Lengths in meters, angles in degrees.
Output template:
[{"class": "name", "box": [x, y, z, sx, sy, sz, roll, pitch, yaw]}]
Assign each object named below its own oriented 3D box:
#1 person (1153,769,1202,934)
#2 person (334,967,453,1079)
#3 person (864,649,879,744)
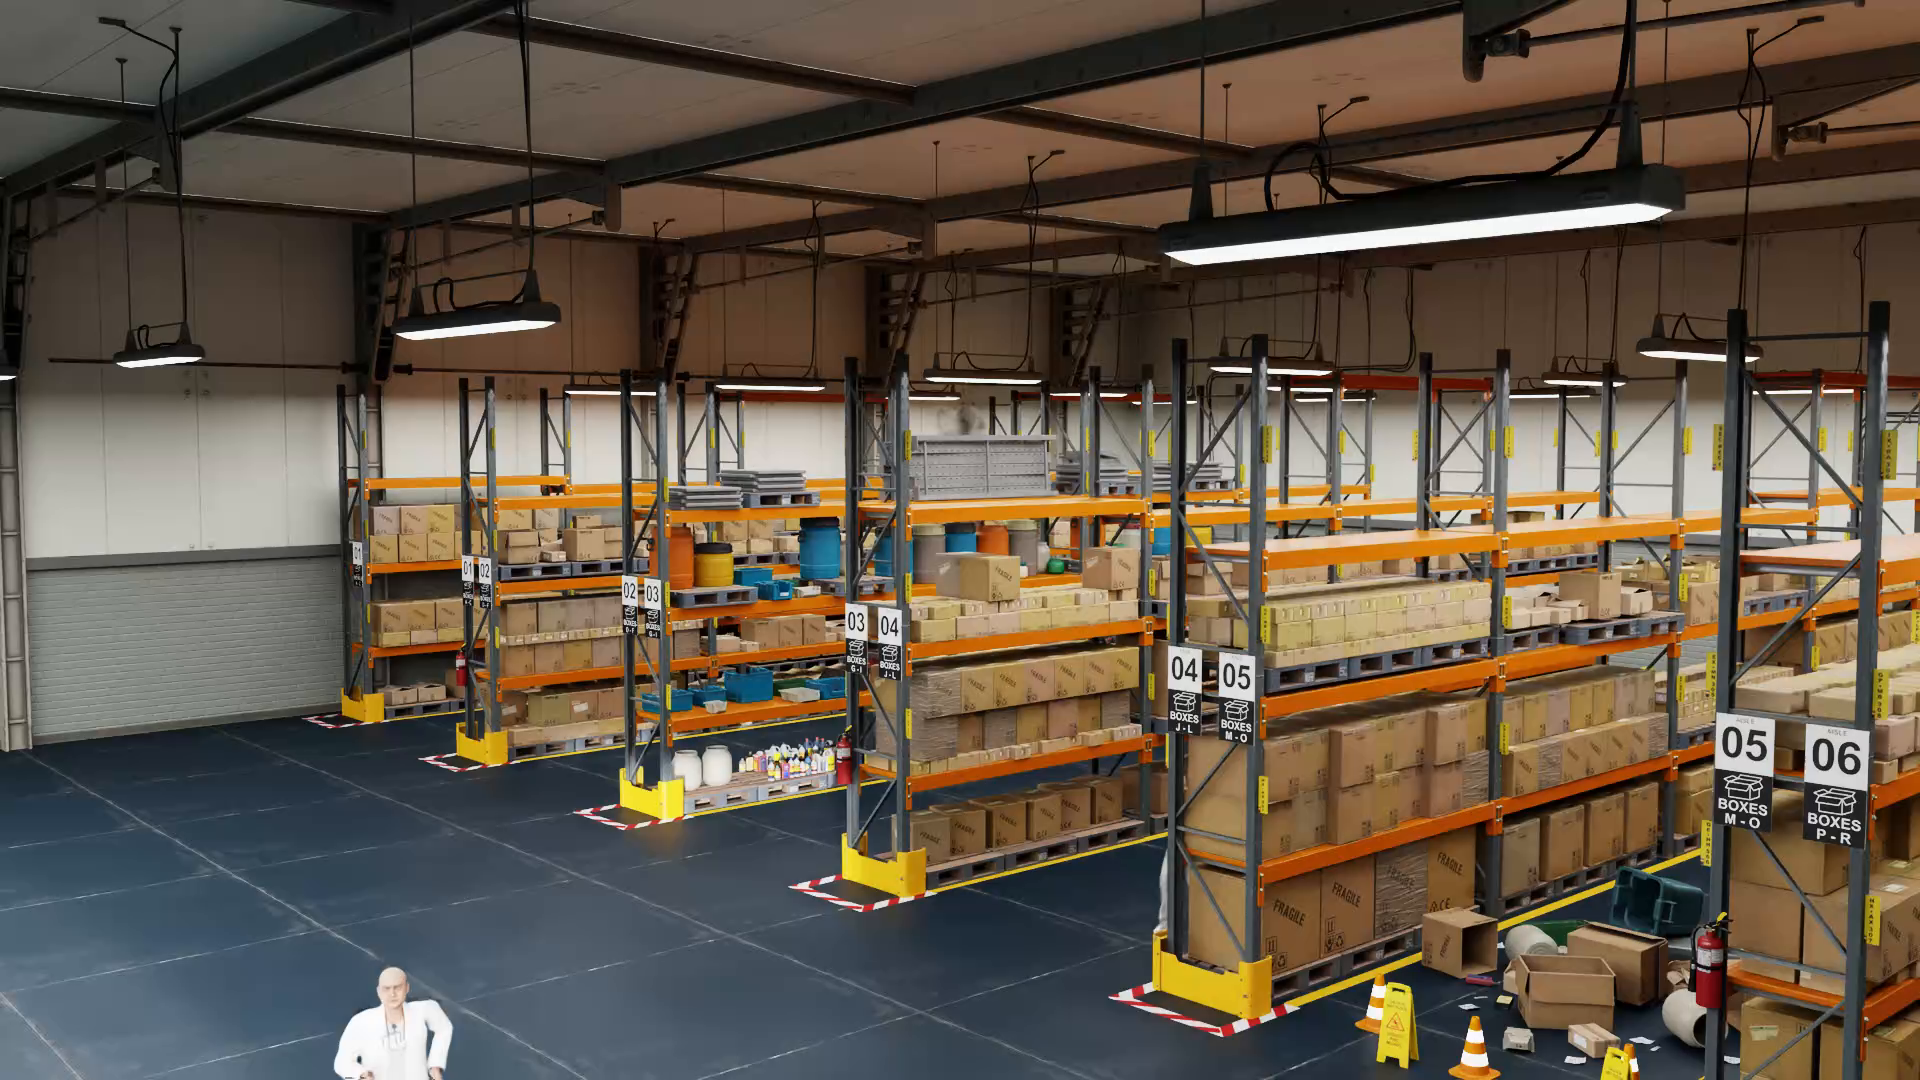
[{"class": "person", "box": [2.352, 3.197, 17.204, 0.839, 1.703, 0.559, -3, 5, -43]}, {"class": "person", "box": [-3.548, 3.574, 10.454, 0.710, 1.770, 1.049, -1, 4, -18]}, {"class": "person", "box": [-1.423, 2.518, 27.386, 0.633, 1.801, 0.775, 3, 5, 42]}]
